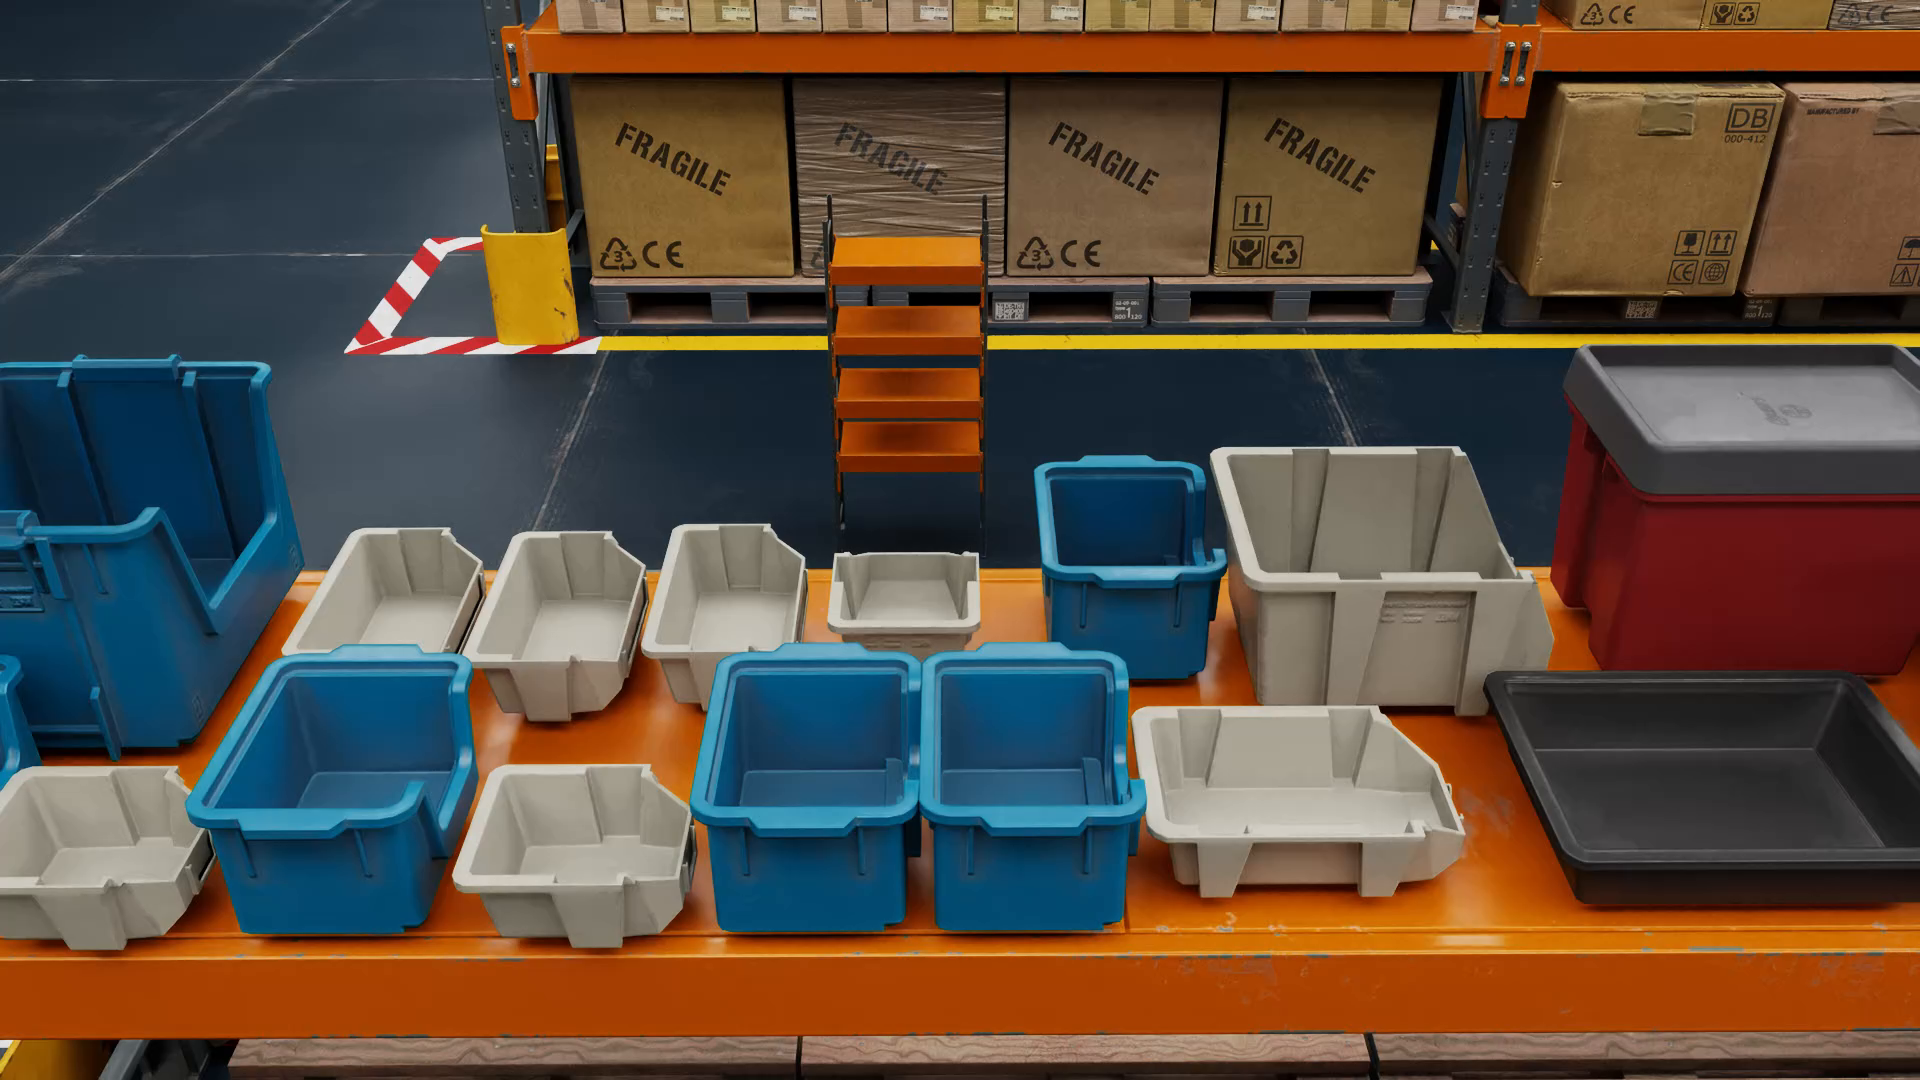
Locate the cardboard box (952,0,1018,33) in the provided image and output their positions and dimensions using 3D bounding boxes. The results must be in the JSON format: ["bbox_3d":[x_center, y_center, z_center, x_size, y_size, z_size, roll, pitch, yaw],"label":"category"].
[{"bbox_3d":[0.095,-2.149,6.642,0.250,0.149,0.380,-1,31,-2],"label":"cardboard box"}]

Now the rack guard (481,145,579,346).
[{"bbox_3d":[-1.825,-1.352,7.496,0.348,0.500,1.175,0,31,0],"label":"rack guard"}]

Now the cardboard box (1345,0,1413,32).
[{"bbox_3d":[1.638,-2.154,6.650,0.250,0.149,0.380,0,31,1],"label":"cardboard box"}]

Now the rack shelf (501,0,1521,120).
[{"bbox_3d":[0.199,-2.119,7.045,4.000,0.370,1.077,0,31,0],"label":"rack shelf"}]

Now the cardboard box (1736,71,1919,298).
[{"bbox_3d":[3.733,-1.720,7.336,0.875,0.875,1.225,-1,31,-2],"label":"cardboard box"}]

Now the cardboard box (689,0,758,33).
[{"bbox_3d":[-0.931,-2.146,6.637,0.250,0.149,0.380,-1,31,-1],"label":"cardboard box"}]

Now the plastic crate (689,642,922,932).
[{"bbox_3d":[-0.205,0.360,2.368,0.300,0.233,0.416,0,31,0],"label":"plastic crate"}]

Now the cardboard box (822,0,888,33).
[{"bbox_3d":[-0.416,-2.147,6.639,0.250,0.149,0.380,-1,31,-1],"label":"cardboard box"}]

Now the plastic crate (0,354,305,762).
[{"bbox_3d":[-1.437,0.010,2.750,0.499,0.435,0.616,0,31,0],"label":"plastic crate"}]

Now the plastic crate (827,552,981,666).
[{"bbox_3d":[-0.092,0.122,2.854,0.250,0.136,0.298,0,31,0],"label":"plastic crate"}]

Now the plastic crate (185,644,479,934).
[{"bbox_3d":[-0.864,0.363,2.364,0.300,0.233,0.416,0,31,0],"label":"plastic crate"}]

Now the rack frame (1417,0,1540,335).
[{"bbox_3d":[2.199,-2.433,6.868,0.127,3.000,1.000,0,31,0],"label":"rack frame"}]

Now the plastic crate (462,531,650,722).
[{"bbox_3d":[-0.666,0.146,2.814,0.243,0.136,0.396,0,31,0],"label":"plastic crate"}]

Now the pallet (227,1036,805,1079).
[{"bbox_3d":[-0.946,1.358,3.308,1.213,0.211,1.003,0,31,0],"label":"pallet"}]

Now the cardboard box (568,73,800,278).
[{"bbox_3d":[-1.161,-1.735,7.362,0.875,0.875,0.875,0,31,0],"label":"cardboard box"}]

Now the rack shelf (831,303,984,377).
[{"bbox_3d":[-0.166,-0.646,5.357,0.480,0.148,0.258,0,31,0],"label":"rack shelf"}]

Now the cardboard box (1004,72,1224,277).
[{"bbox_3d":[0.639,-1.741,7.371,0.875,0.875,0.875,0,31,0],"label":"cardboard box"}]

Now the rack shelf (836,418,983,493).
[{"bbox_3d":[-0.166,-0.285,5.576,0.480,0.148,0.258,0,31,0],"label":"rack shelf"}]

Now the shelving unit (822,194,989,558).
[{"bbox_3d":[-0.166,-0.512,5.438,0.503,1.200,0.258,0,31,0],"label":"shelving unit"}]

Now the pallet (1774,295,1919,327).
[{"bbox_3d":[4.194,-1.288,7.669,1.213,0.211,1.003,0,31,0],"label":"pallet"}]

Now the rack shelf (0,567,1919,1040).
[{"bbox_3d":[0.229,0.450,2.810,4.000,0.370,1.077,0,31,0],"label":"rack shelf"}]

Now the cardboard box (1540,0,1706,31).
[{"bbox_3d":[2.661,-2.347,6.631,0.500,0.500,0.500,0,31,0],"label":"cardboard box"}]

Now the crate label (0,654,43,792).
[{"bbox_3d":[-1.522,0.365,2.361,0.303,0.233,0.416,0,31,0],"label":"crate label"}]

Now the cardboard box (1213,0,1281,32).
[{"bbox_3d":[1.125,-2.152,6.648,0.250,0.149,0.380,0,31,1],"label":"cardboard box"}]

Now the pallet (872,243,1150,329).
[{"bbox_3d":[0.215,-1.274,7.646,1.213,0.211,1.003,0,31,0],"label":"pallet"}]

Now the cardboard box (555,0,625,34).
[{"bbox_3d":[-1.444,-2.143,6.633,0.250,0.149,0.380,0,31,0],"label":"cardboard box"}]

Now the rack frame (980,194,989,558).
[{"bbox_3d":[0.078,-0.513,5.439,0.015,1.200,0.240,0,31,0],"label":"rack frame"}]

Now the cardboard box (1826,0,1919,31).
[{"bbox_3d":[3.664,-2.351,6.637,0.500,0.500,0.500,-1,31,-1],"label":"cardboard box"}]

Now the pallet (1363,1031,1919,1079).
[{"bbox_3d":[1.494,1.351,3.320,1.213,0.211,1.003,0,31,0],"label":"pallet"}]

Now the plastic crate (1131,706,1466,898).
[{"bbox_3d":[0.490,0.385,2.421,0.466,0.136,0.293,0,31,0],"label":"plastic crate"}]

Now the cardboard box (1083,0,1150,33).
[{"bbox_3d":[0.611,-2.150,6.645,0.250,0.149,0.380,-1,31,-1],"label":"cardboard box"}]

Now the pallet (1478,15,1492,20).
[{"bbox_3d":[3.049,-3.817,11.838,1.213,0.211,1.003,0,31,0],"label":"pallet"}]

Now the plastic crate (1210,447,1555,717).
[{"bbox_3d":[0.701,0.070,2.799,0.530,0.282,0.437,0,31,0],"label":"plastic crate"}]
